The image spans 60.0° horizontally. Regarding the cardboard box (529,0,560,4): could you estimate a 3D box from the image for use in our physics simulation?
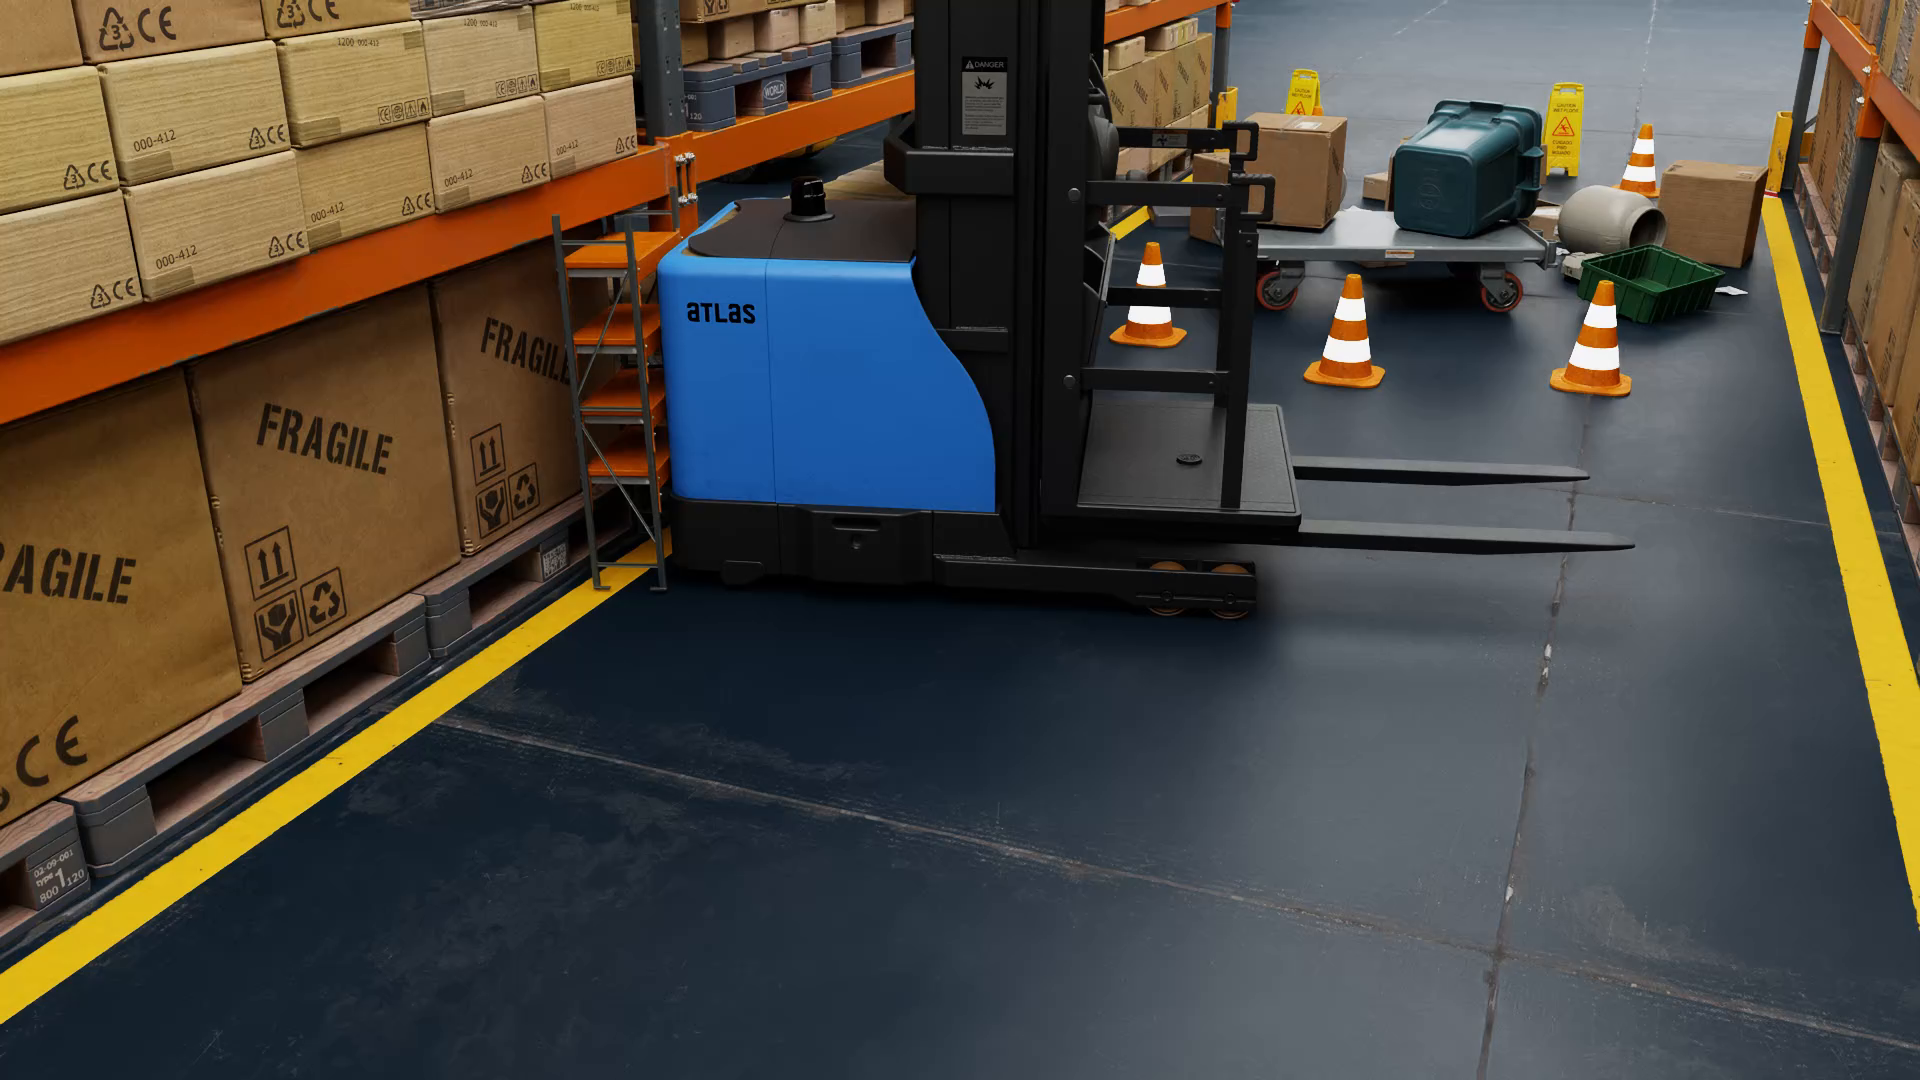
[{"bbox_3d":[-1.355,-1.872,4.913,0.500,0.500,0.500,8,24,19],"label":"cardboard box"}]

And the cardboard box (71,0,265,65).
[{"bbox_3d":[-1.923,-1.330,3.616,0.500,0.500,0.500,8,24,19],"label":"cardboard box"}]

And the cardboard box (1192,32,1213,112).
[{"bbox_3d":[1.510,-3.397,12.040,0.500,0.500,0.500,9,24,20],"label":"cardboard box"}]

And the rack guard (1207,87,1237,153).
[{"bbox_3d":[1.538,-3.269,12.928,1.175,0.500,0.348,9,24,20],"label":"rack guard"}]

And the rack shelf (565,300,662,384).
[{"bbox_3d":[-1.048,-0.635,5.288,0.258,0.148,0.480,1,22,7],"label":"rack shelf"}]

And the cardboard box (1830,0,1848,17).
[{"bbox_3d":[5.595,-3.325,9.623,0.875,0.550,0.550,9,24,20],"label":"cardboard box"}]

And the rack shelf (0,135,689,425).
[{"bbox_3d":[-2.149,-0.539,4.082,1.077,0.370,4.000,9,24,20],"label":"rack shelf"}]

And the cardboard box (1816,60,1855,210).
[{"bbox_3d":[5.684,-2.423,9.871,0.875,0.875,0.875,8,24,19],"label":"cardboard box"}]

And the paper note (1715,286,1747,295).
[{"bbox_3d":[4.122,-1.346,8.933,0.147,0.020,0.142,-7,24,-17],"label":"paper note"}]

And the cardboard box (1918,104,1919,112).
[{"bbox_3d":[3.705,-1.701,5.801,0.500,0.500,0.500,9,24,21],"label":"cardboard box"}]

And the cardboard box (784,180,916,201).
[{"bbox_3d":[-0.376,-1.554,8.442,0.950,0.372,0.625,10,25,23],"label":"cardboard box"}]

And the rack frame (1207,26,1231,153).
[{"bbox_3d":[1.566,-4.450,12.511,1.000,3.000,0.127,9,24,20],"label":"rack frame"}]

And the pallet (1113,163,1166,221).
[{"bbox_3d":[0.748,-2.415,11.258,1.003,0.211,1.213,9,24,20],"label":"pallet"}]

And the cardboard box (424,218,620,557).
[{"bbox_3d":[-1.739,-0.565,5.422,0.875,0.875,0.875,9,24,20],"label":"cardboard box"}]

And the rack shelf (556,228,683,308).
[{"bbox_3d":[-1.054,-0.855,5.201,0.258,0.148,0.480,1,22,7],"label":"rack shelf"}]

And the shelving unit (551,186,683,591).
[{"bbox_3d":[-1.044,-0.490,5.345,0.258,1.200,0.503,1,22,7],"label":"shelving unit"}]

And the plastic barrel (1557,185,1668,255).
[{"bbox_3d":[3.711,-1.783,9.468,0.421,0.421,0.512,-12,25,-26],"label":"plastic barrel"}]

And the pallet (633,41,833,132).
[{"bbox_3d":[-1.240,-1.769,6.341,1.213,0.211,1.003,9,24,20],"label":"pallet"}]

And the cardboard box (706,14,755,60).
[{"bbox_3d":[-0.976,-1.851,6.070,0.380,0.149,0.250,7,24,17],"label":"cardboard box"}]

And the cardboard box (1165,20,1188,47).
[{"bbox_3d":[1.340,-3.465,11.363,0.380,0.149,0.250,9,24,21],"label":"cardboard box"}]

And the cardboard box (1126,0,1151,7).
[{"bbox_3d":[0.979,-3.426,10.385,0.380,0.149,0.250,9,24,20],"label":"cardboard box"}]

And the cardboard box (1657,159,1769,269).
[{"bbox_3d":[4.337,-1.896,9.637,0.500,0.500,0.500,13,26,29],"label":"cardboard box"}]

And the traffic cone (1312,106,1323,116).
[{"bbox_3d":[2.604,-2.941,12.189,0.336,0.463,0.334,9,24,20],"label":"traffic cone"}]

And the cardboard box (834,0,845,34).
[{"bbox_3d":[-0.693,-2.135,6.750,0.380,0.149,0.250,10,25,23],"label":"cardboard box"}]

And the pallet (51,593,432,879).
[{"bbox_3d":[-2.223,0.406,4.503,1.003,0.211,1.213,9,24,20],"label":"pallet"}]

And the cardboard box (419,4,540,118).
[{"bbox_3d":[-1.537,-1.355,4.647,0.500,0.250,0.500,8,24,19],"label":"cardboard box"}]

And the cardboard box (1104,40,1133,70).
[{"bbox_3d":[0.841,-2.981,10.204,0.380,0.149,0.250,10,25,22],"label":"cardboard box"}]

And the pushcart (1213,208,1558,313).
[{"bbox_3d":[2.216,-1.500,8.851,1.648,0.377,0.936,1,23,2],"label":"pushcart"}]

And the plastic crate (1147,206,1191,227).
[{"bbox_3d":[1.425,-2.115,10.711,0.402,0.080,0.583,1,23,2],"label":"plastic crate"}]

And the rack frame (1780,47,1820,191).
[{"bbox_3d":[6.199,-3.777,10.901,1.000,3.000,0.127,9,24,20],"label":"rack frame"}]

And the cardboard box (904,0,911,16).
[{"bbox_3d":[-0.440,-2.430,7.456,0.380,0.149,0.250,8,24,18],"label":"cardboard box"}]

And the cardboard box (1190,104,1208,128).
[{"bbox_3d":[1.507,-3.038,12.155,0.500,0.250,0.500,9,24,20],"label":"cardboard box"}]

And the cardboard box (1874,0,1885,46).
[{"bbox_3d":[4.839,-2.549,7.765,0.875,0.550,0.550,9,24,20],"label":"cardboard box"}]

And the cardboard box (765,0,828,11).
[{"bbox_3d":[-0.837,-2.279,6.255,0.500,0.500,0.500,10,25,23],"label":"cardboard box"}]

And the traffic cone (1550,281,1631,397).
[{"bbox_3d":[2.813,-0.911,7.332,0.336,0.463,0.334,9,24,20],"label":"traffic cone"}]

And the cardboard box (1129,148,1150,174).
[{"bbox_3d":[0.932,-2.499,10.863,0.500,0.250,0.500,8,24,19],"label":"cardboard box"}]

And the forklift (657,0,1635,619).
[{"bbox_3d":[0.619,-1.324,5.117,3.031,2.935,1.130,3,23,6],"label":"forklift"}]

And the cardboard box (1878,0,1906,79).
[{"bbox_3d":[4.268,-2.242,7.096,0.500,0.500,0.500,9,24,21],"label":"cardboard box"}]

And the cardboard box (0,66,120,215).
[{"bbox_3d":[-2.087,-0.801,3.323,0.500,0.250,0.500,9,24,21],"label":"cardboard box"}]

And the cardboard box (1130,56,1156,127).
[{"bbox_3d":[0.932,-2.840,10.708,0.500,0.500,0.500,10,25,23],"label":"cardboard box"}]

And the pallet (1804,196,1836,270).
[{"bbox_3d":[5.520,-1.758,9.685,1.003,0.211,1.213,9,24,20],"label":"pallet"}]

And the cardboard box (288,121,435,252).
[{"bbox_3d":[-1.730,-0.937,4.295,0.500,0.250,0.500,9,24,20],"label":"cardboard box"}]

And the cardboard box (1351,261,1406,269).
[{"bbox_3d":[2.375,-1.741,9.573,0.258,0.266,0.396,-7,24,-17],"label":"cardboard box"}]

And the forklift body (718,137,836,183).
[{"bbox_3d":[-2.055,-3.828,12.123,2.313,2.155,1.214,9,24,20],"label":"forklift body"}]

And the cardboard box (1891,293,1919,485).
[{"bbox_3d":[3.859,-0.588,5.641,1.050,0.750,0.750,9,24,21],"label":"cardboard box"}]

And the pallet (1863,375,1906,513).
[{"bbox_3d":[4.045,-0.334,6.276,1.003,0.211,1.213,9,24,20],"label":"pallet"}]

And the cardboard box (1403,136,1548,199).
[{"bbox_3d":[3.264,-2.307,10.620,0.797,0.503,0.637,-7,24,-17],"label":"cardboard box"}]
